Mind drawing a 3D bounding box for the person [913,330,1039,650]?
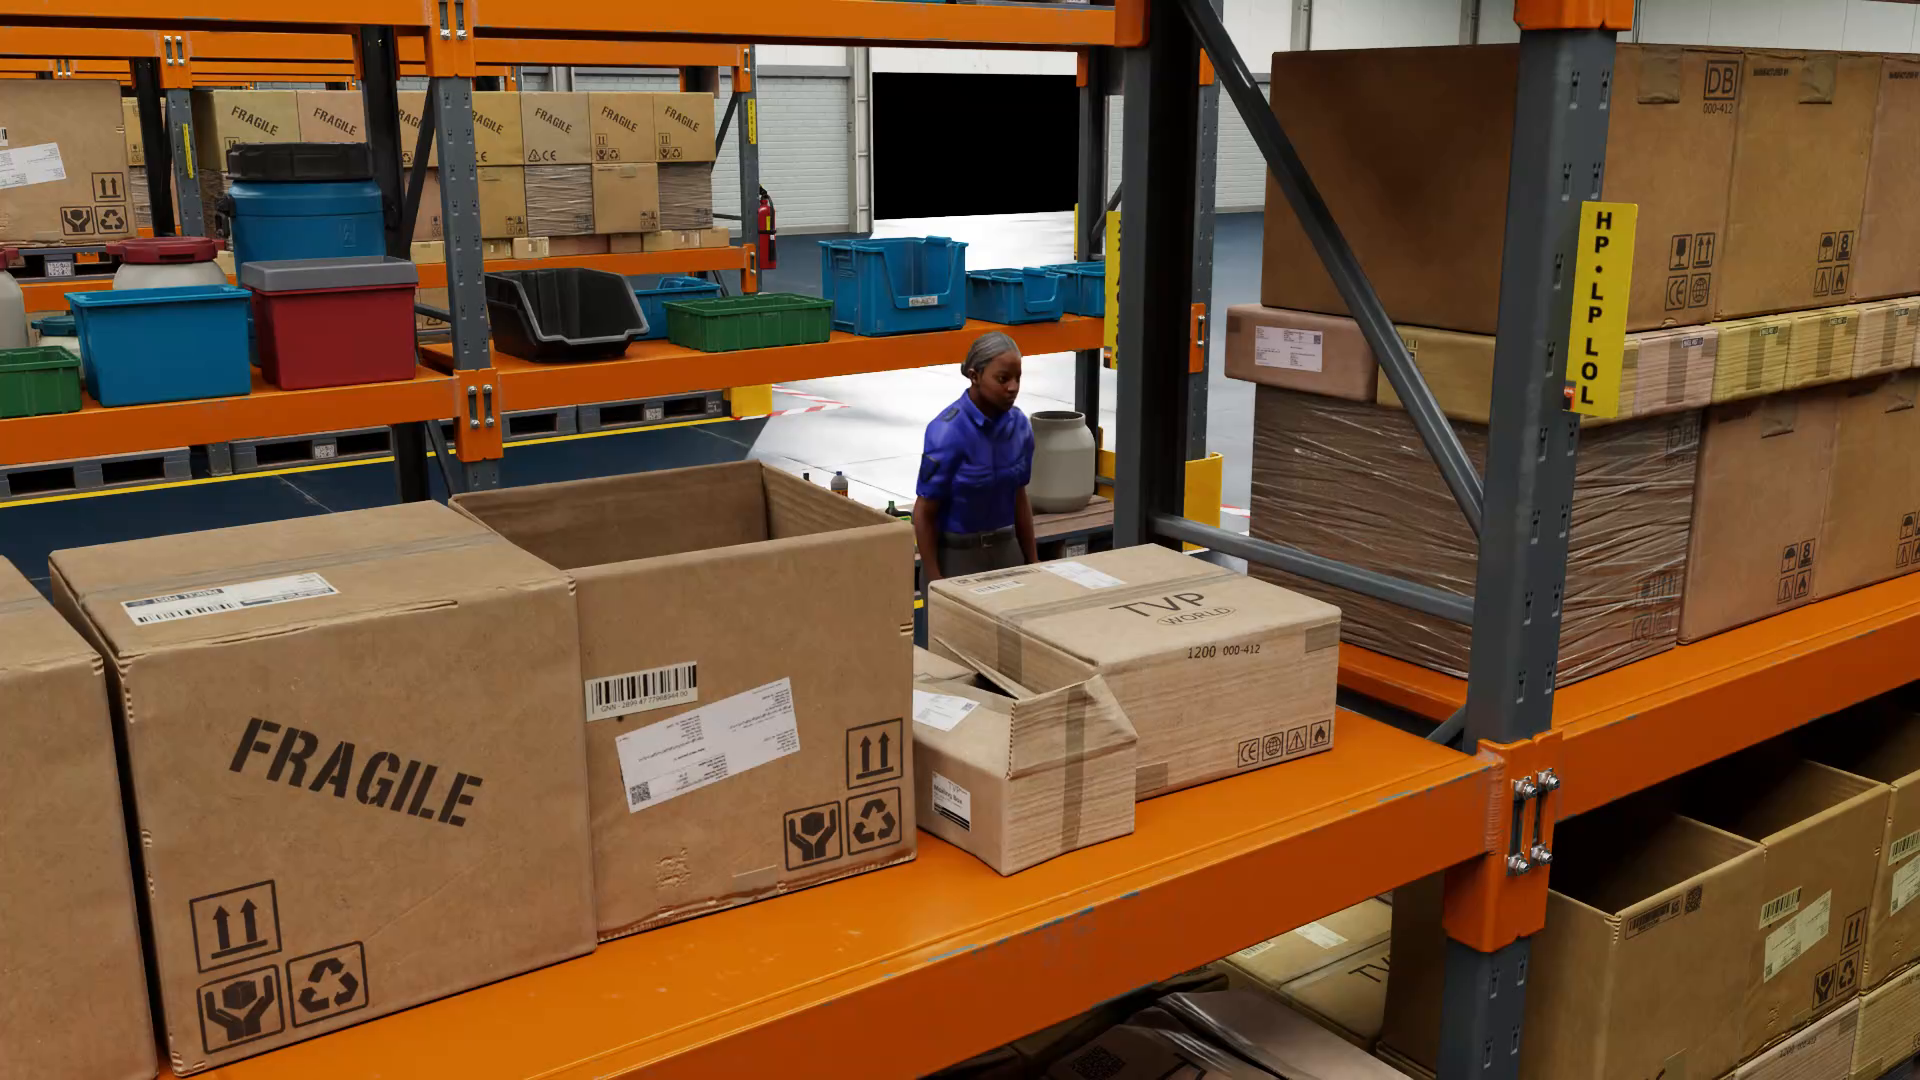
[{"bbox_3d":[0.076,0.135,5.498,0.502,1.656,0.399,-11,18,-36],"label":"person"}]
